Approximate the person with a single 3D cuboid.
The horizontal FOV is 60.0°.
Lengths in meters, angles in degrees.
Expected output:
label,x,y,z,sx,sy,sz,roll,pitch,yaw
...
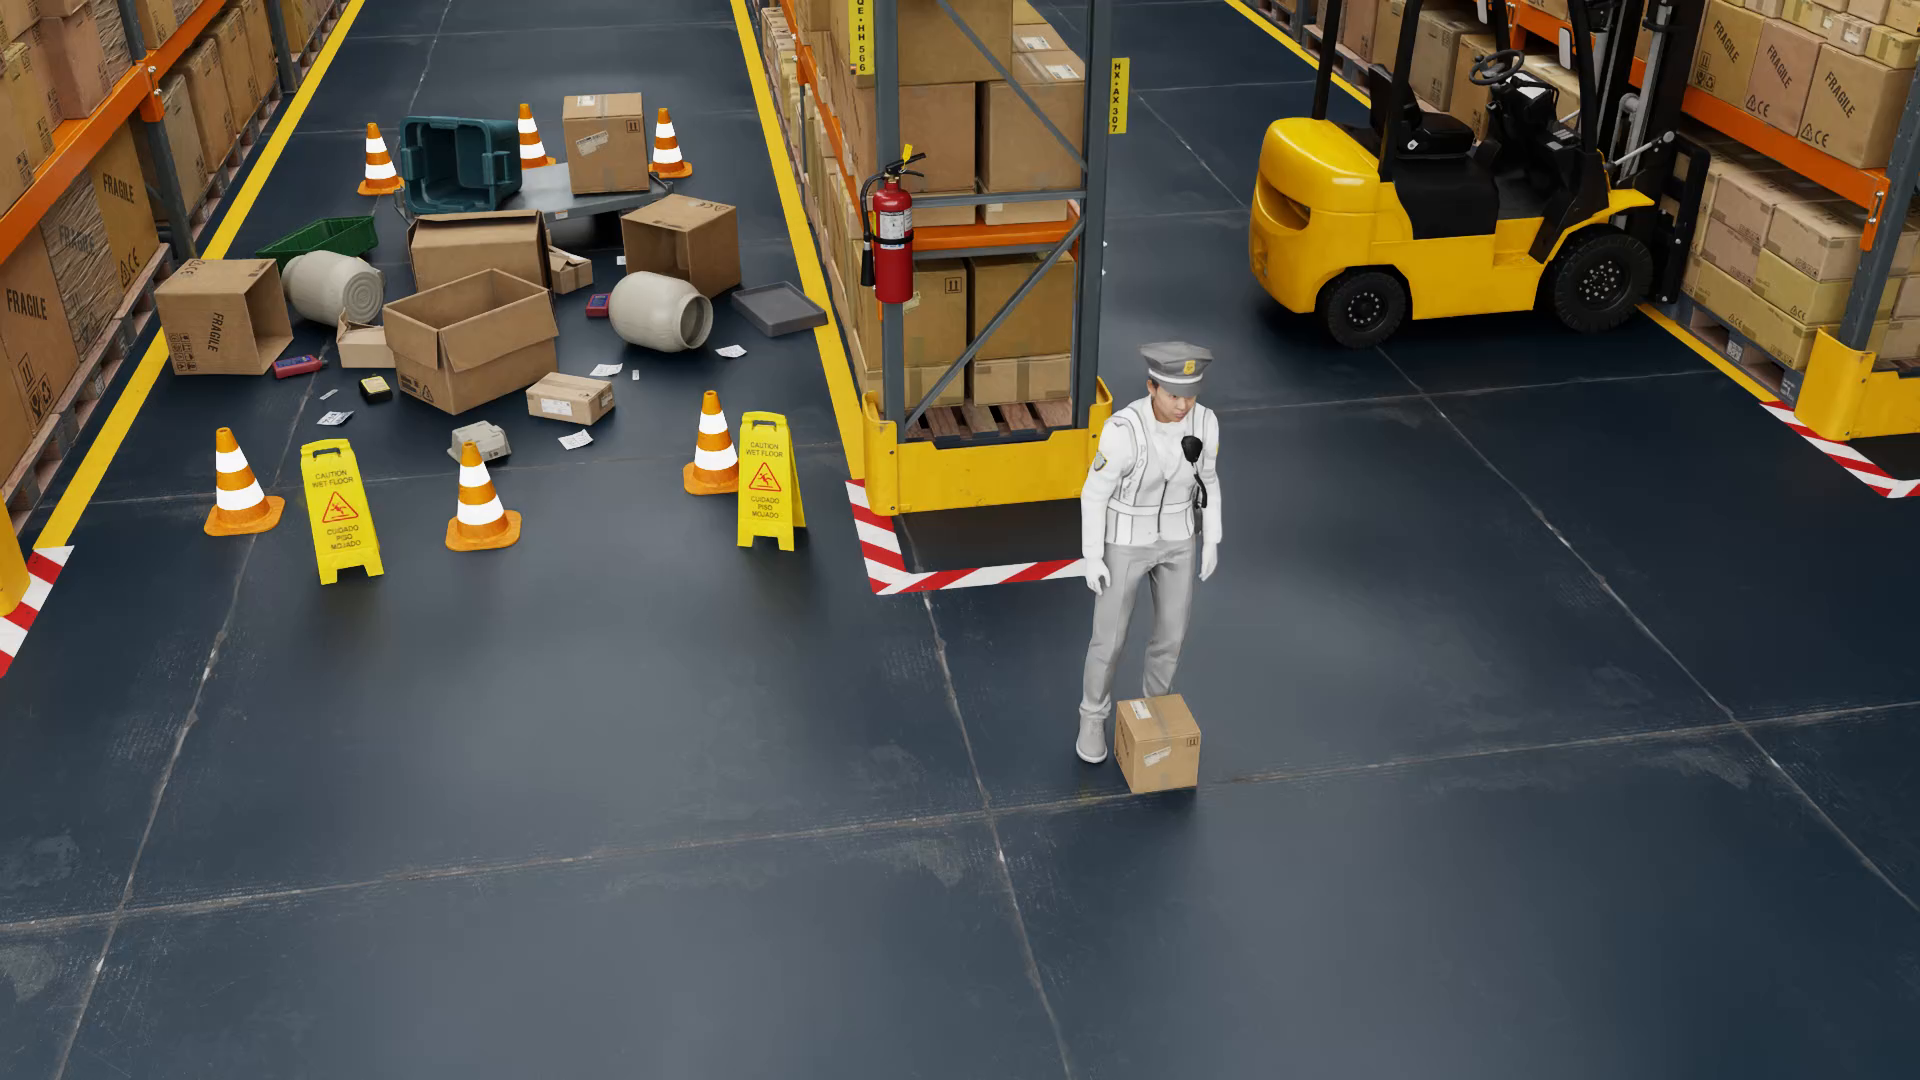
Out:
label,x,y,z,sx,sy,sz,roll,pitch,yaw
person,0.695,0.038,6.073,0.547,1.655,0.372,-7,32,-12
